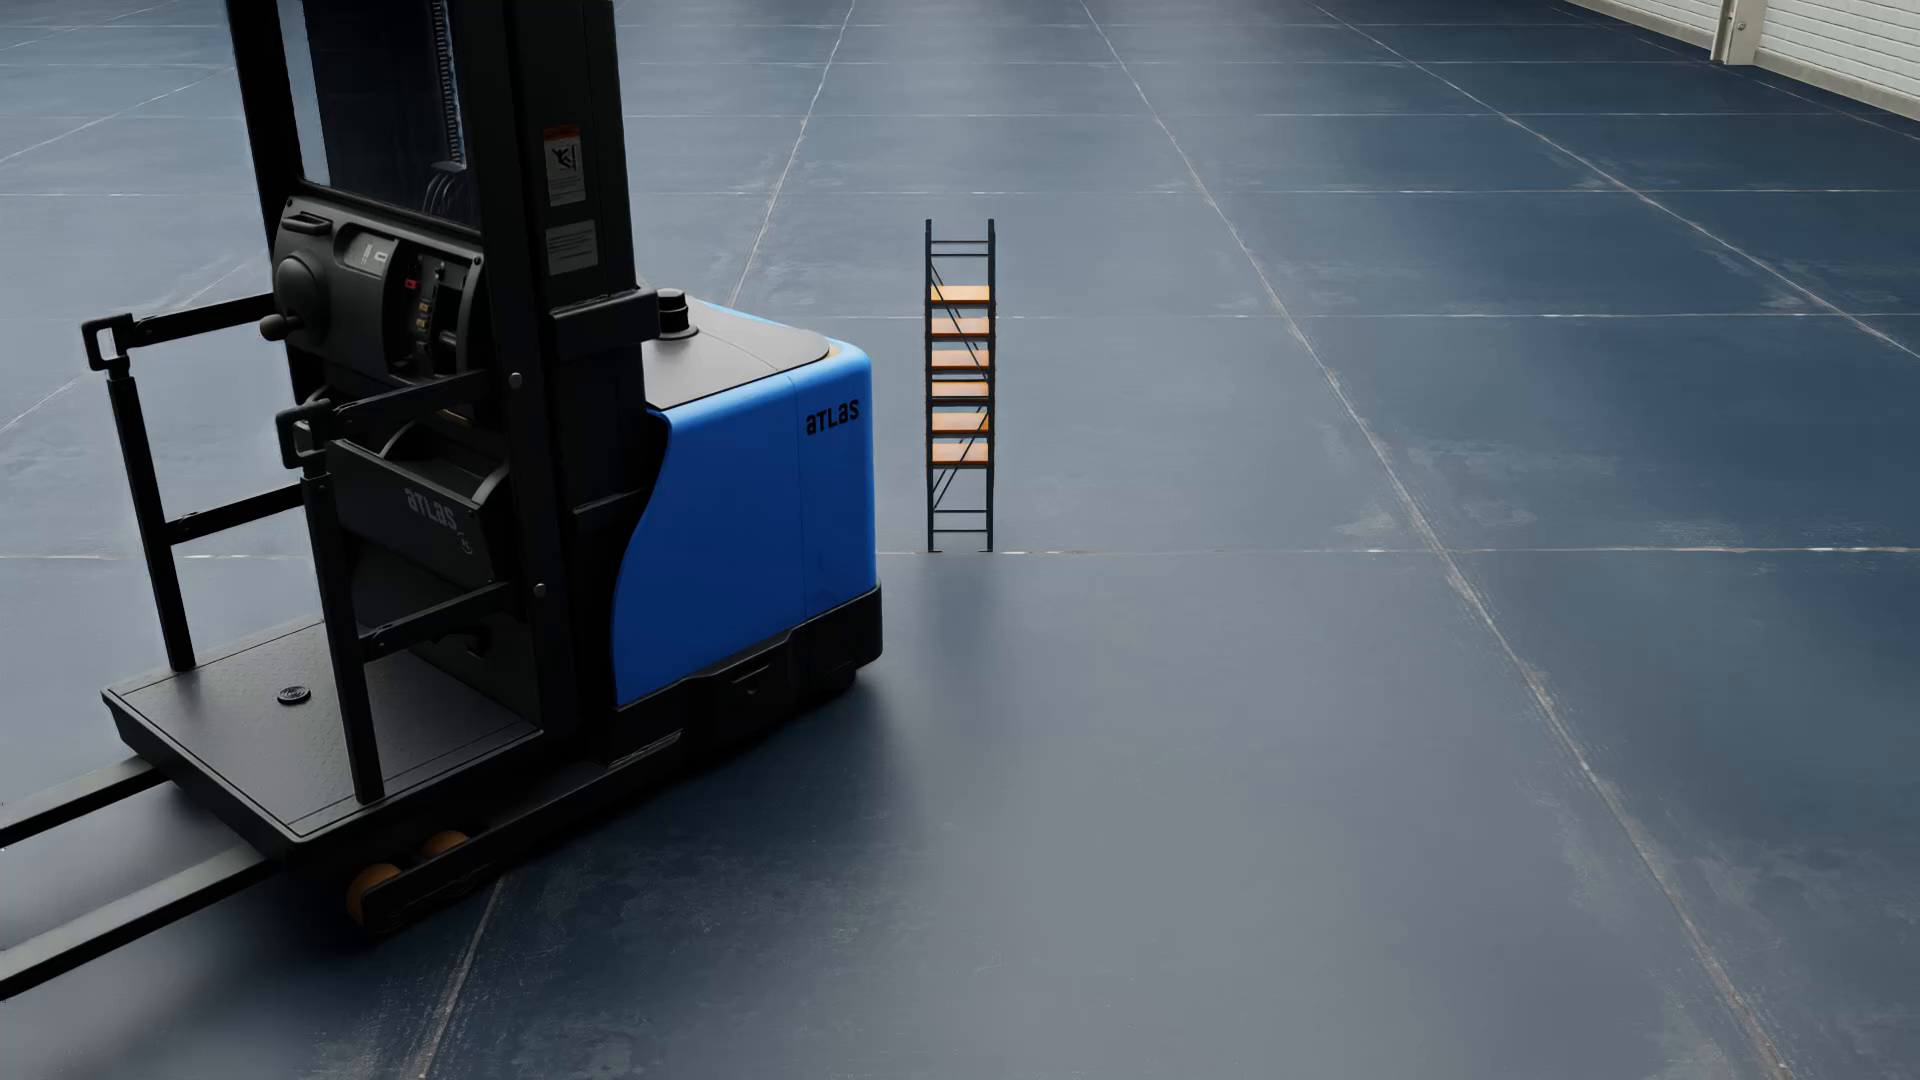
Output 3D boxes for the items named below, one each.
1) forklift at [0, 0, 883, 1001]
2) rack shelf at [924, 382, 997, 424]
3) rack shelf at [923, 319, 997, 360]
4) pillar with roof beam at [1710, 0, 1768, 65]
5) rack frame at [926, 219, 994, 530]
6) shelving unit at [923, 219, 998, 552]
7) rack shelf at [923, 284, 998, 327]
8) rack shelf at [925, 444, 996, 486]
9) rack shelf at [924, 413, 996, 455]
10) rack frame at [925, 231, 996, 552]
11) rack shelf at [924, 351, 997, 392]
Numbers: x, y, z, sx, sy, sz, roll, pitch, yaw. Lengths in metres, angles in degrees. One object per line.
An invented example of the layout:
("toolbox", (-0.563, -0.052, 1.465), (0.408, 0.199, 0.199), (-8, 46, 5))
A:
("forklift", (-1.607, -0.602, 4.025), (1.130, 2.935, 3.031), (20, 31, 38))
("rack shelf", (0.000, -0.500, 6.008), (0.258, 0.103, 0.180), (0, 24, -1))
("rack shelf", (0.000, -0.719, 5.909), (0.258, 0.103, 0.180), (0, 24, -1))
("pillar with roof beam", (3.669, -9.015, 15.262), (9.100, 9.000, 0.400), (0, 24, -1))
("rack frame", (-0.001, -0.578, 6.073), (0.240, 1.200, 0.006), (0, 24, -1))
("shelving unit", (0.000, -0.541, 5.990), (0.258, 1.200, 0.189), (0, 24, -1))
("rack shelf", (0.000, -0.828, 5.860), (0.258, 0.103, 0.180), (0, 24, -1))
("rack shelf", (0.000, -0.282, 6.107), (0.258, 0.103, 0.180), (0, 24, -1))
("rack shelf", (0.000, -0.391, 6.057), (0.258, 0.103, 0.180), (0, 24, -1))
("rack frame", (0.001, -0.503, 5.906), (0.240, 1.200, 0.006), (0, 24, -1))
("rack shelf", (0.000, -0.610, 5.958), (0.258, 0.103, 0.180), (0, 24, -1))
